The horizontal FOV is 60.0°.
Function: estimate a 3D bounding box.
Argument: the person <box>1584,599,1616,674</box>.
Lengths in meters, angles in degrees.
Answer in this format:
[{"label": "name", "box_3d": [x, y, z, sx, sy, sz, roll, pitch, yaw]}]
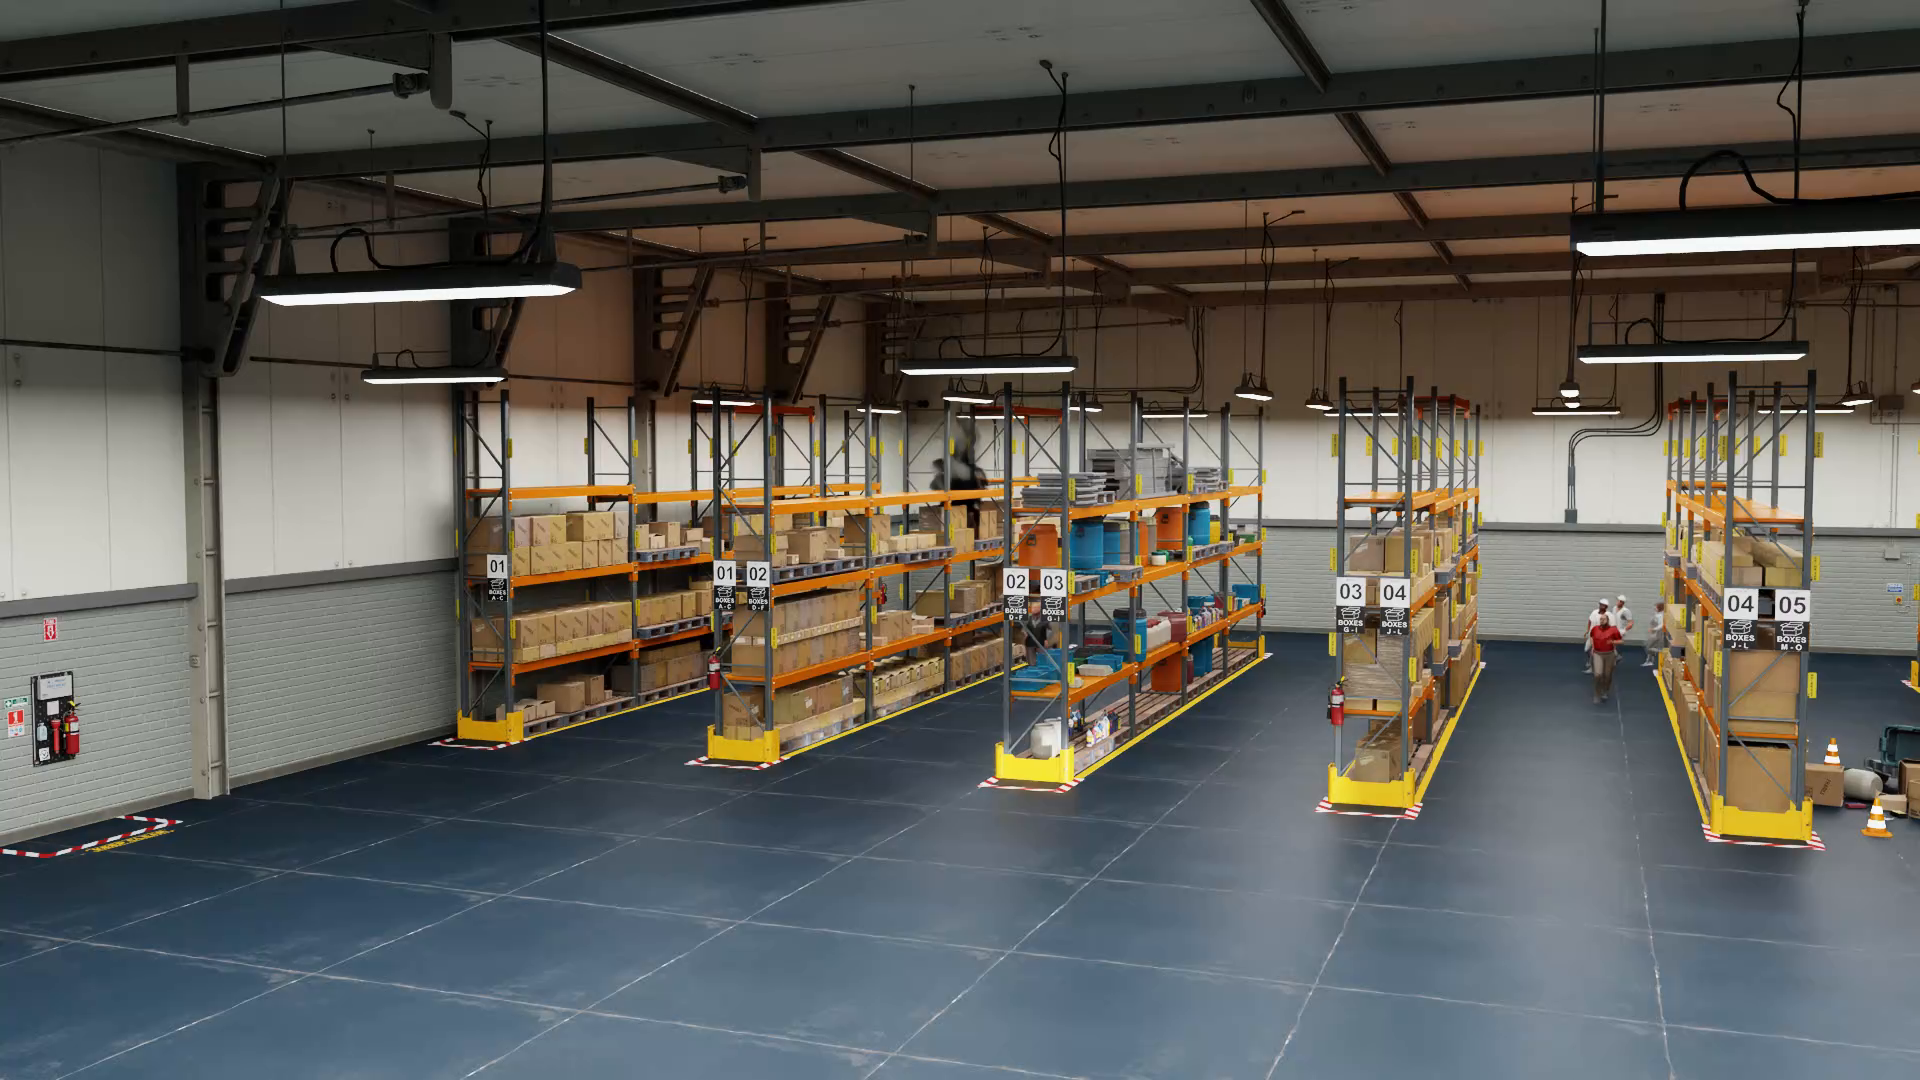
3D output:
[{"label": "person", "box_3d": [14.107, 2.137, 36.754, 0.553, 1.691, 0.747, -3, 4, -42]}]

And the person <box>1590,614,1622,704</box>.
[{"label": "person", "box_3d": [12.728, 2.360, 32.802, 0.625, 1.807, 0.794, 1, 3, 25]}]

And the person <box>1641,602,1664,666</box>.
[{"label": "person", "box_3d": [15.889, 2.132, 37.925, 0.504, 1.450, 0.614, 2, 4, 27]}]

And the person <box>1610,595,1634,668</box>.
[{"label": "person", "box_3d": [14.806, 2.086, 37.546, 0.527, 1.694, 0.732, -1, 3, -17]}]

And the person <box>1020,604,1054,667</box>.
[{"label": "person", "box_3d": [1.477, 2.090, 32.350, 0.636, 1.688, 0.638, 1, 3, 12]}]
